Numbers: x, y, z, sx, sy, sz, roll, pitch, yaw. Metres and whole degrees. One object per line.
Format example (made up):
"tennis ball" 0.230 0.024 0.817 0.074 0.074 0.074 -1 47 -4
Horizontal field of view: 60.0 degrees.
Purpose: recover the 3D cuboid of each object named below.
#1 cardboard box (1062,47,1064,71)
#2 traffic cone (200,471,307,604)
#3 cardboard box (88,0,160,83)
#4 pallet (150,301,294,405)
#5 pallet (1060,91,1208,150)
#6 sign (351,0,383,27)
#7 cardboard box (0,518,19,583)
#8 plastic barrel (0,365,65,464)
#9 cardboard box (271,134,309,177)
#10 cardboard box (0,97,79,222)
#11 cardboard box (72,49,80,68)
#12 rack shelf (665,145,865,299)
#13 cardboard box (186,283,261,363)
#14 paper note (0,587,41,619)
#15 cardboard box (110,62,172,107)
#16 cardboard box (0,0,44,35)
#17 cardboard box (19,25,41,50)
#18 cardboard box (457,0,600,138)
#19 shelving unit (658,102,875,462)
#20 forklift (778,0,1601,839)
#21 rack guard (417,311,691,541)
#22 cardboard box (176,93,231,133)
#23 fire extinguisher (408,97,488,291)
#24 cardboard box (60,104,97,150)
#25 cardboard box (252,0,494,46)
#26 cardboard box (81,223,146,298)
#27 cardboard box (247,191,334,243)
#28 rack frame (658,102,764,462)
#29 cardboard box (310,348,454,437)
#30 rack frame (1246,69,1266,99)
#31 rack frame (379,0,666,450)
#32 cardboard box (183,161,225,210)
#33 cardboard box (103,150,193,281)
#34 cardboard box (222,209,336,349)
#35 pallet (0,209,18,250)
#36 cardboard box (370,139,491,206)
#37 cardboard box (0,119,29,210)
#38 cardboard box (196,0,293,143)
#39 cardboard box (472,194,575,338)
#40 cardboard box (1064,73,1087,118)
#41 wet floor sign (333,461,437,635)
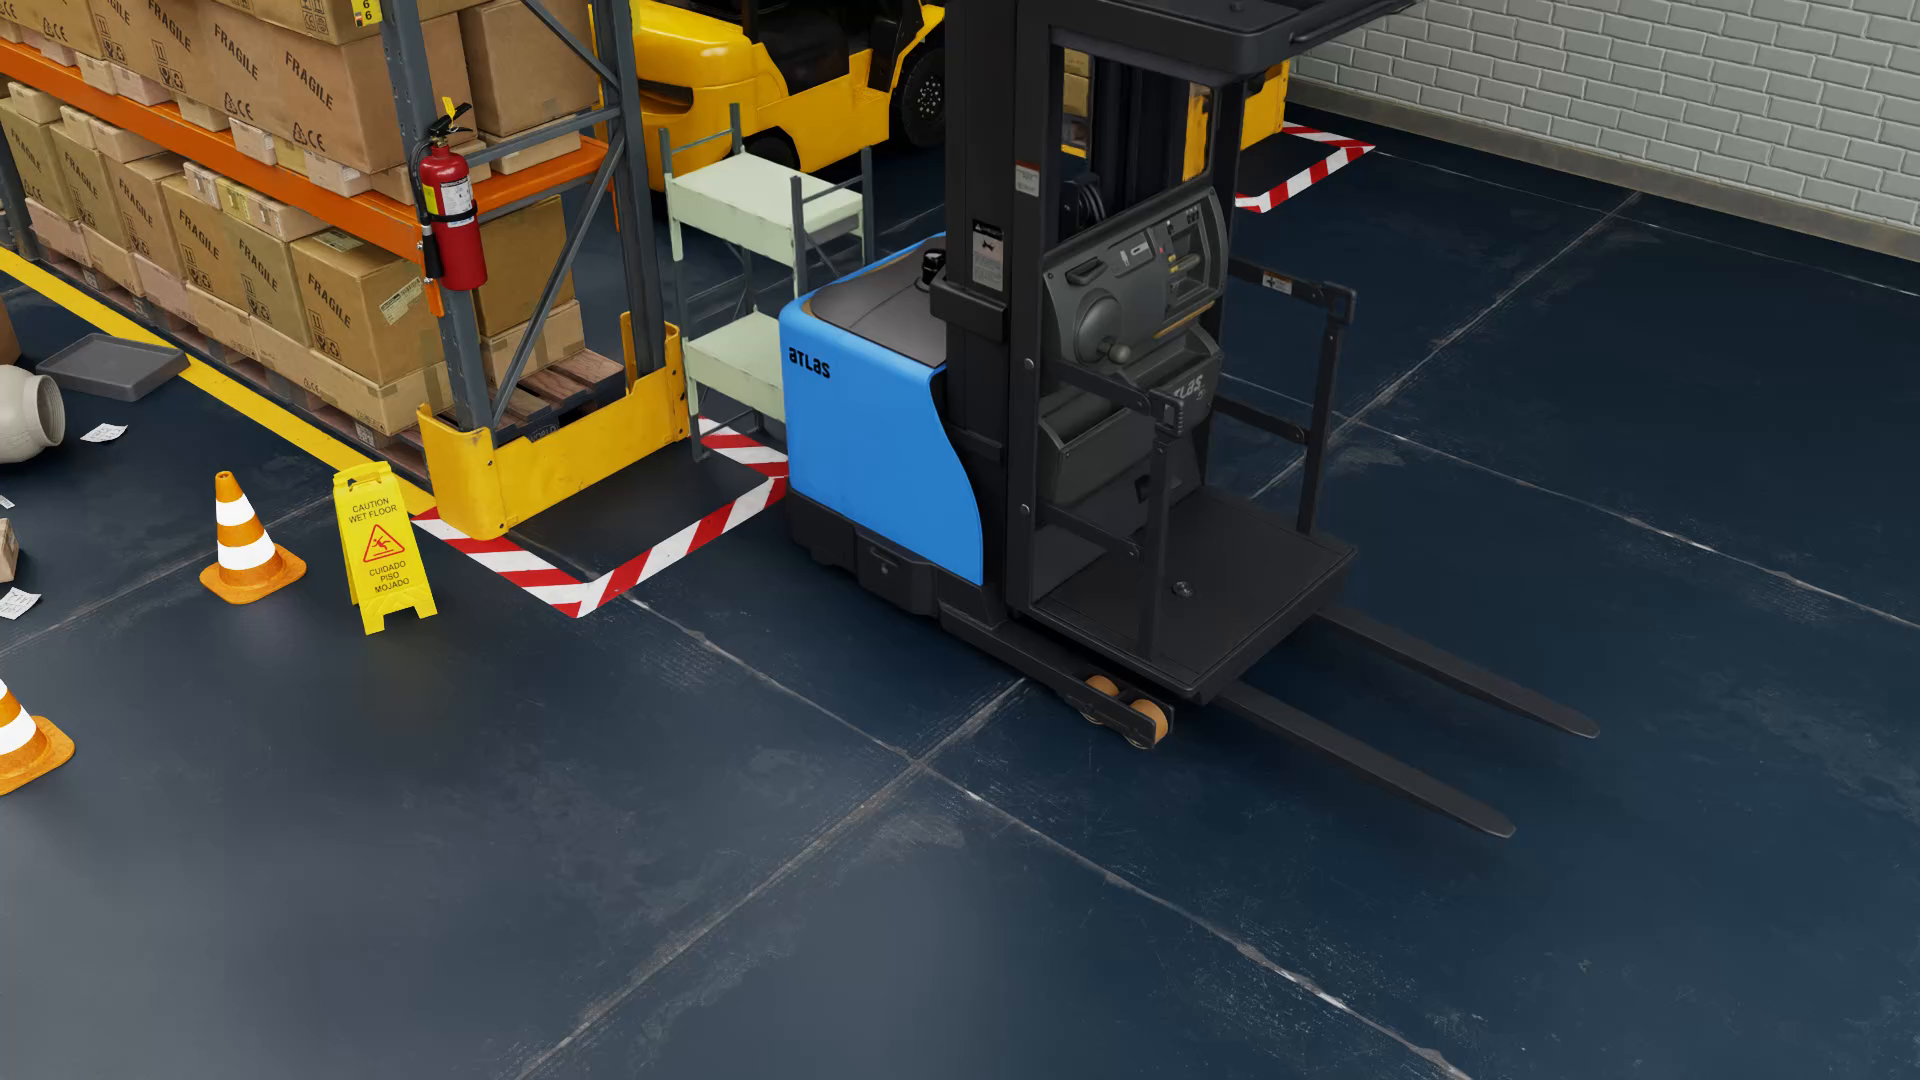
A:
"cardboard box" 0.593 -3.141 10.290 0.500 0.250 0.500 25 42 31
"traffic cone" -2.783 -0.056 6.423 0.334 0.463 0.336 25 42 32
"cardboard box" -3.362 -2.306 7.107 0.500 0.500 0.500 26 42 32
"pallet" -3.220 -1.137 8.219 1.213 0.211 1.003 25 42 32
"pallet" 0.932 -2.778 10.608 1.213 0.211 1.003 25 42 32
"sign" -1.997 -1.881 5.537 0.005 0.325 0.100 25 42 32
"cardboard box" -3.926 0.072 6.514 0.380 0.149 0.250 -12 36 -17
"plastic barrel" -4.183 -0.535 7.155 0.512 0.421 0.421 -6 35 -8
"cardboard box" -2.500 -1.592 6.640 0.250 0.149 0.380 24 41 31
"cardboard box" -4.420 -1.974 8.370 0.500 0.500 0.500 27 43 34
"cardboard box" -3.820 -2.259 7.612 0.250 0.149 0.380 25 42 32
"rack shelf" -0.748 -1.230 6.527 0.720 0.370 0.431 27 42 33
"cardboard box" -3.219 -1.101 7.761 0.500 0.250 0.500 24 41 30
"paper note" -3.627 0.240 6.373 0.142 0.019 0.148 12 36 16
"cardboard box" -3.475 -2.052 7.311 0.250 0.149 0.380 25 42 32
"cardboard box" -4.141 -2.668 7.634 0.500 0.500 0.500 25 42 32
"cardboard box" -4.213 -2.447 7.886 0.250 0.149 0.380 25 42 32
"cardboard box" -1.813 -1.963 6.608 0.500 0.500 0.500 25 41 31
"shelving unit" -0.748 -0.909 6.748 0.755 1.500 0.431 27 42 33
"forklift" 0.750 -0.831 5.371 3.031 2.935 1.130 27 43 33
"rack guard" -1.685 -0.504 7.043 0.348 0.500 1.175 25 42 32
"cardboard box" -3.079 -1.879 7.058 0.250 0.149 0.380 25 42 31
"fire extinguisher" -1.834 -1.234 5.965 0.183 0.674 0.296 25 42 32
"cardboard box" -3.967 -1.984 7.812 0.250 0.149 0.380 27 43 33
"cardboard box" -2.159 -2.173 6.031 0.500 0.500 0.700 24 41 31
"cardboard box" -4.003 -1.476 8.308 0.500 0.250 0.500 28 43 34
"cardboard box" -2.735 -1.404 6.967 0.250 0.149 0.380 27 43 33
"rack frame" -1.022 -1.046 6.948 0.023 1.500 0.400 27 42 33
"cardboard box" -2.439 -0.731 7.223 0.500 0.250 0.500 25 42 32
"rack frame" 1.546 -3.668 9.442 0.127 3.000 1.000 25 42 32
"rack frame" -1.627 -1.507 6.295 0.127 3.000 1.000 25 42 32
"cardboard box" -3.127 -1.593 7.242 0.250 0.149 0.380 27 43 34
"cardboard box" -3.604 -1.596 7.821 0.500 0.500 0.500 28 43 34
"cardboard box" -2.813 -1.220 7.273 0.500 0.500 0.500 27 43 33
"pallet" -5.300 -2.088 9.604 1.213 0.211 1.003 25 42 32
"cardboard box" -2.051 -1.446 6.428 0.250 0.149 0.380 27 43 33
"cardboard box" -5.106 -2.235 9.305 0.625 0.372 0.950 26 42 32
"cardboard box" -2.602 -1.931 6.561 0.500 0.500 0.500 25 42 32
"cardboard box" -2.089 -1.277 7.355 0.500 0.500 0.500 24 41 30
"cardboard box" 0.983 -2.741 10.149 0.500 0.250 0.500 26 42 32
"wet floor sign" -2.166 -0.003 6.184 0.267 0.644 0.232 -18 38 -25
